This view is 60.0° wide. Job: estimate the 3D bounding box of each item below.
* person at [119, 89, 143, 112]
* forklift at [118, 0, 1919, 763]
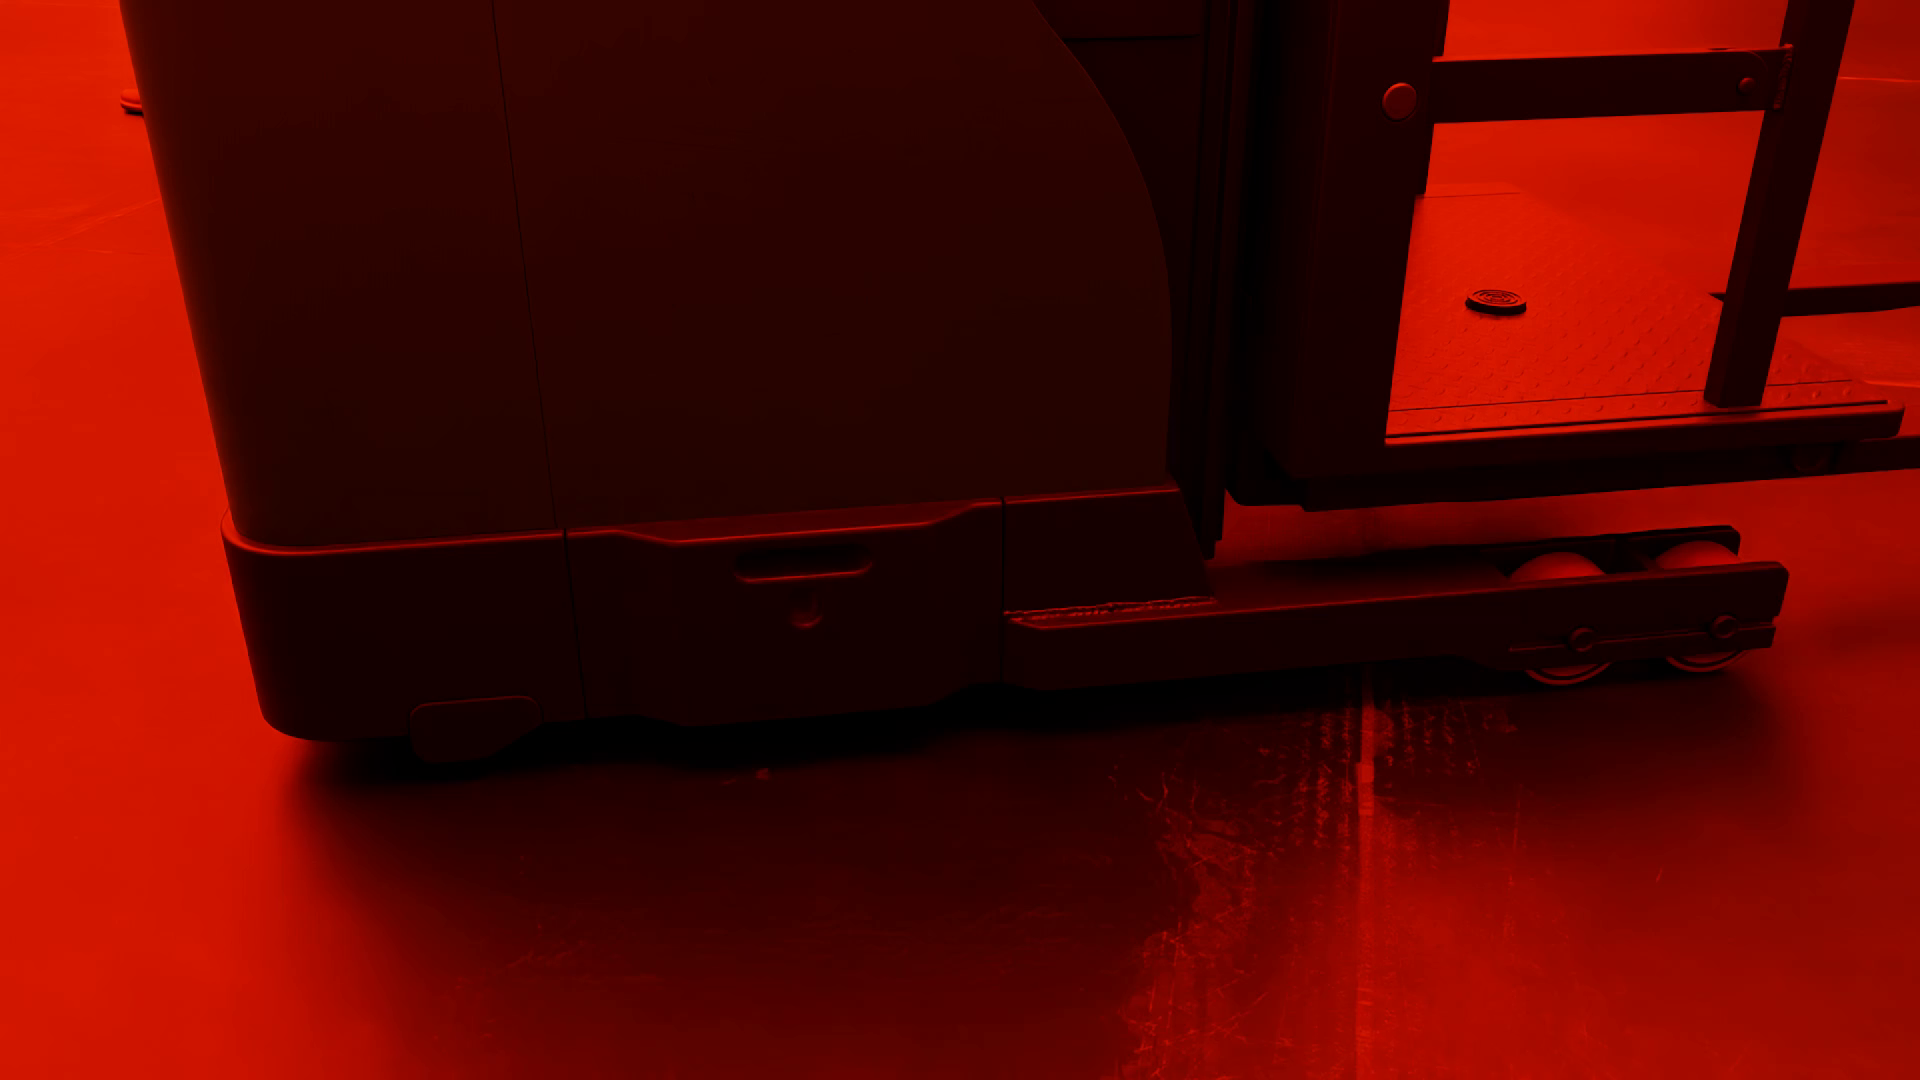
[{"bbox_3d":[-2.425,-2.082,4.773,0.504,1.655,0.570,7,28,13],"label":"person"},{"bbox_3d":[0.600,-1.354,1.930,3.031,2.935,1.130,-4,27,-9],"label":"forklift"}]
